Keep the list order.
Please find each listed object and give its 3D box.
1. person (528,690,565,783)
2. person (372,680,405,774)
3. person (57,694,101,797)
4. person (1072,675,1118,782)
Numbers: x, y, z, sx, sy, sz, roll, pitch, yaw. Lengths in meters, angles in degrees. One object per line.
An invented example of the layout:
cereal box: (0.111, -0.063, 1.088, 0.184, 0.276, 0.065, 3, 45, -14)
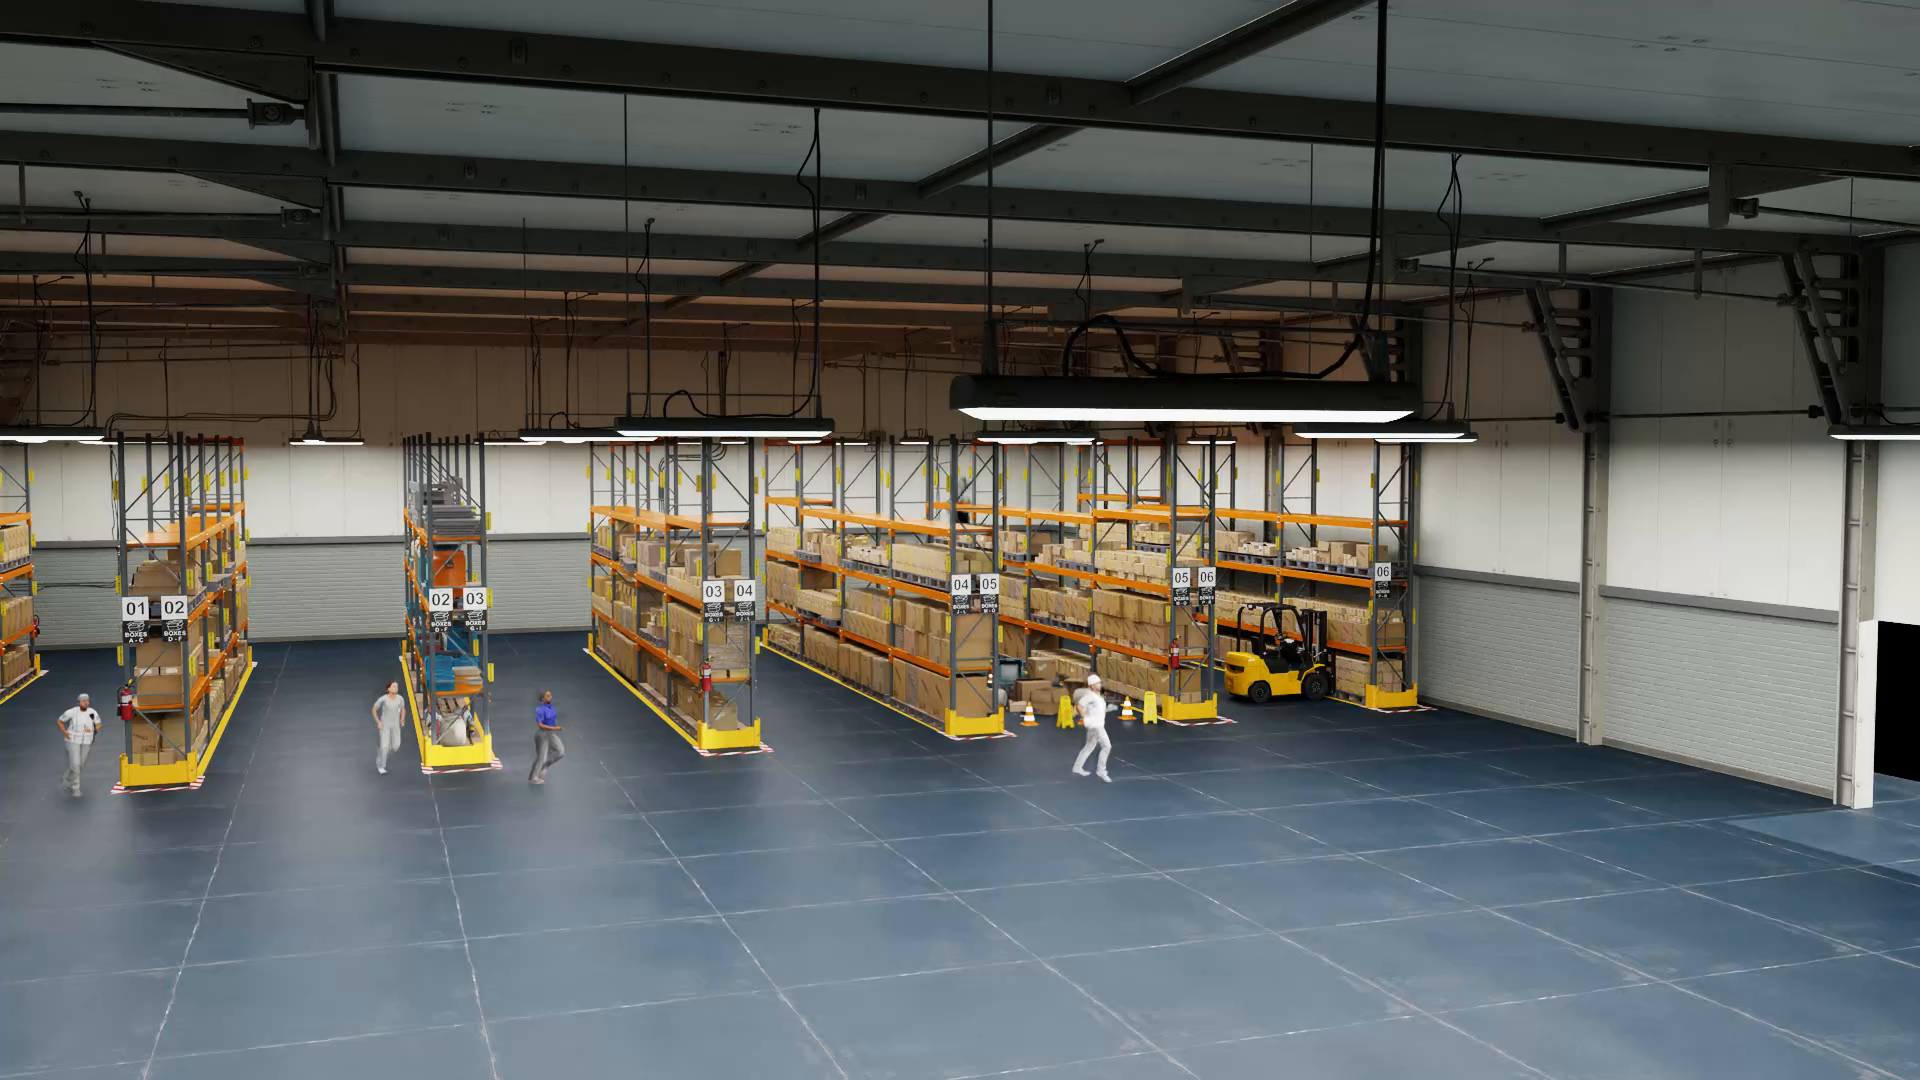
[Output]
person: (-7.005, 3.337, 28.292, 0.721, 1.603, 0.595, 1, 3, 21)
person: (-10.101, 3.287, 29.448, 0.611, 1.612, 0.551, -3, 4, -41)
person: (-14.622, 3.391, 27.654, 0.833, 1.681, 0.630, 3, 4, 42)
person: (2.317, 3.244, 28.611, 0.781, 1.847, 0.660, 0, 3, 8)
